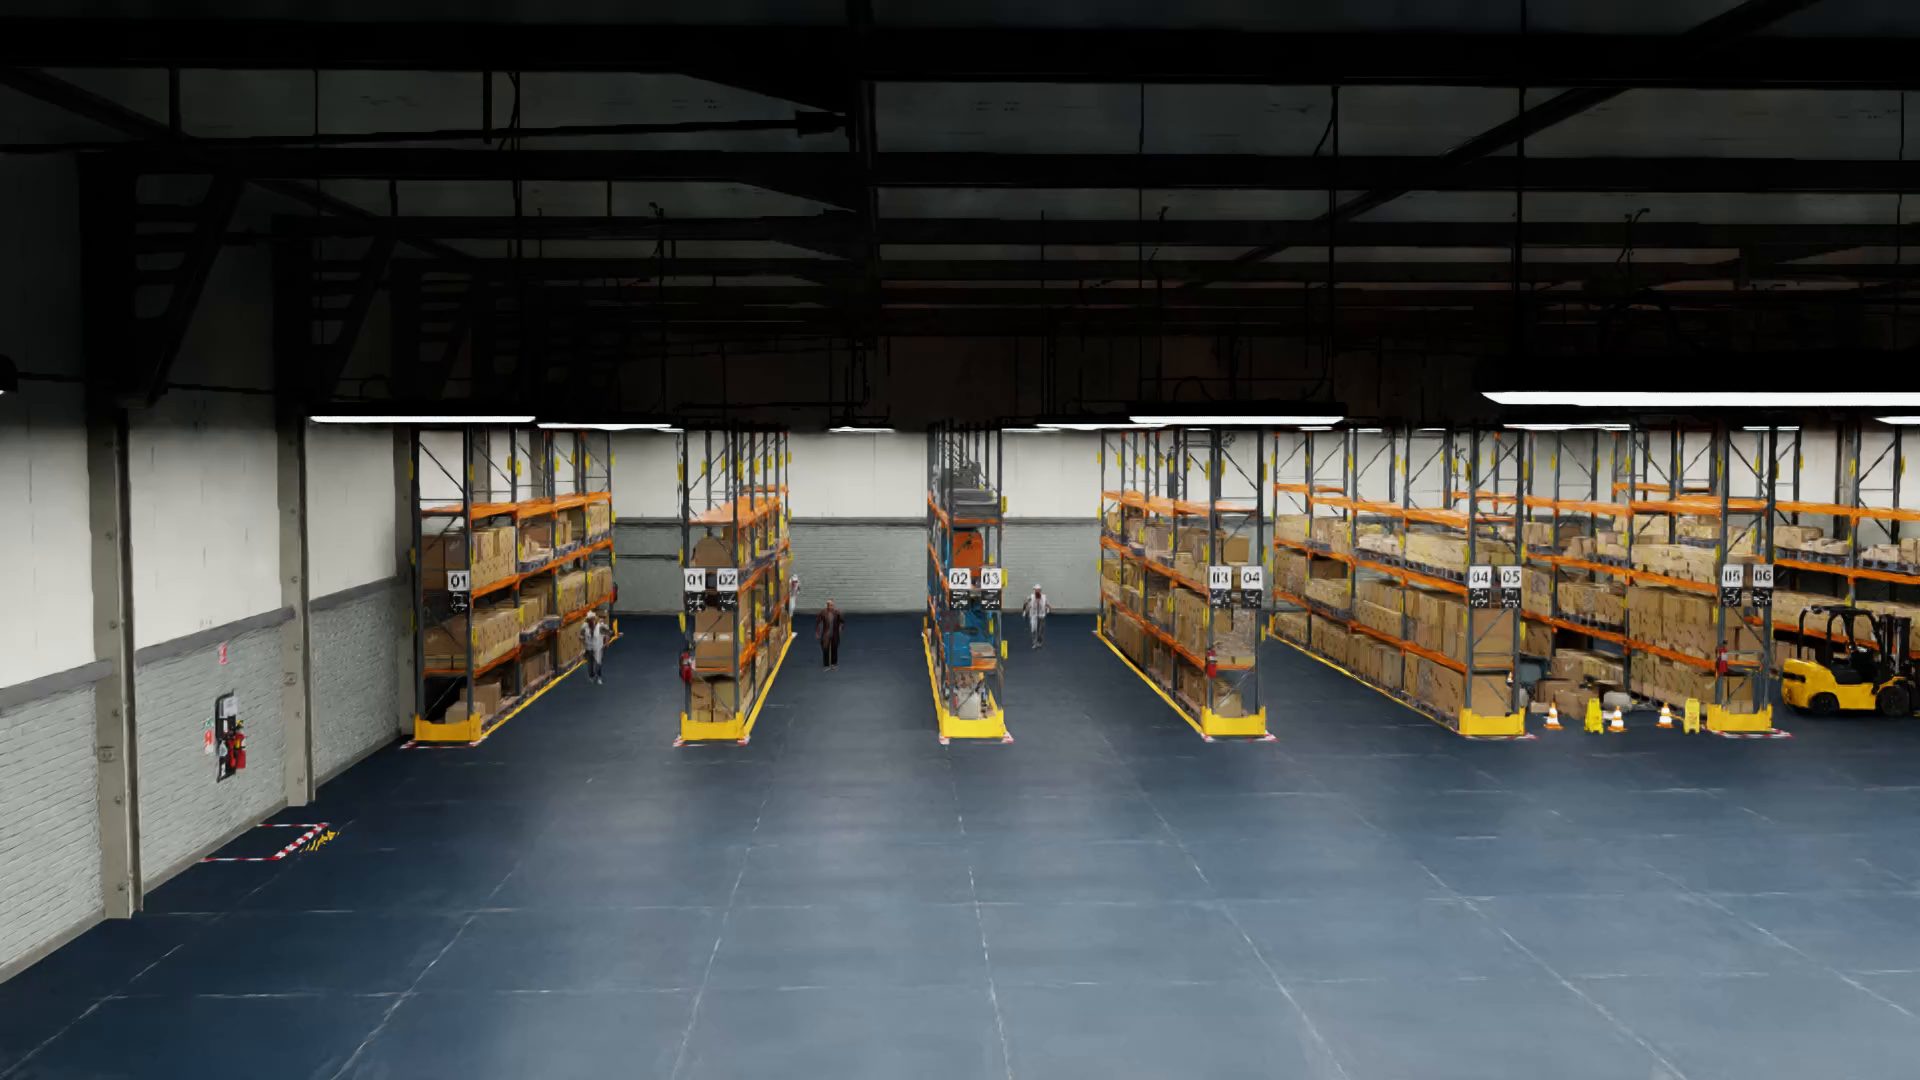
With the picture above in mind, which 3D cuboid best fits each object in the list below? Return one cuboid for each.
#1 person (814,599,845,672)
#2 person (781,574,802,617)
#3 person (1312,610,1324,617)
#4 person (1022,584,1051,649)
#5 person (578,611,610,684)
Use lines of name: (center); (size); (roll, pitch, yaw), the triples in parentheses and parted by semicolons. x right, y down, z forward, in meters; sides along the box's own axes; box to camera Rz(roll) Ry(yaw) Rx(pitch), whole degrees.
person: (-3.147, 2.287, 40.217); (0.727, 1.721, 0.871); (0, 4, -7)
person: (-5.108, 1.765, 50.358); (0.663, 1.503, 0.998); (-1, 4, -11)
person: (10.737, 1.723, 50.251); (0.623, 1.584, 0.535); (-3, 5, -39)
person: (2.056, 2.025, 44.317); (0.726, 1.714, 0.848); (0, 4, -6)
person: (-8.350, 2.446, 37.913); (0.651, 1.689, 0.926); (0, 4, 2)
